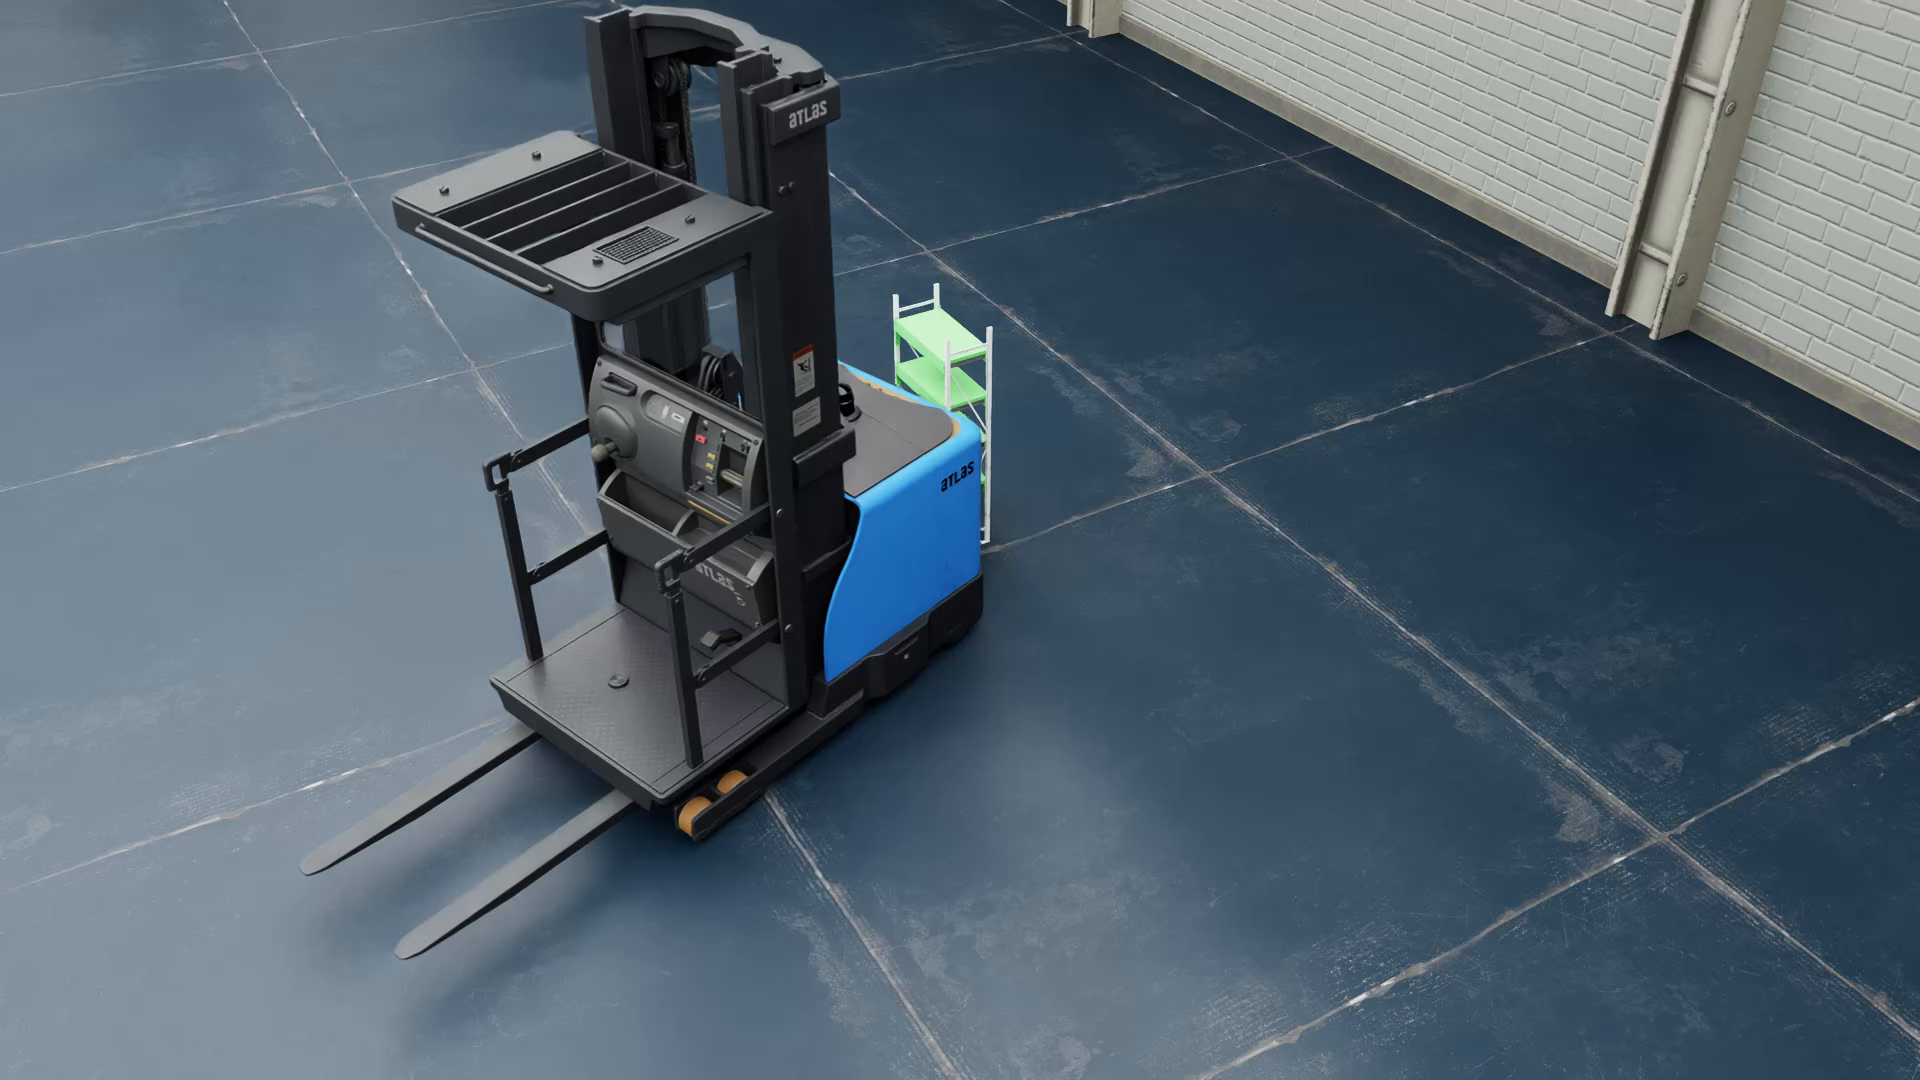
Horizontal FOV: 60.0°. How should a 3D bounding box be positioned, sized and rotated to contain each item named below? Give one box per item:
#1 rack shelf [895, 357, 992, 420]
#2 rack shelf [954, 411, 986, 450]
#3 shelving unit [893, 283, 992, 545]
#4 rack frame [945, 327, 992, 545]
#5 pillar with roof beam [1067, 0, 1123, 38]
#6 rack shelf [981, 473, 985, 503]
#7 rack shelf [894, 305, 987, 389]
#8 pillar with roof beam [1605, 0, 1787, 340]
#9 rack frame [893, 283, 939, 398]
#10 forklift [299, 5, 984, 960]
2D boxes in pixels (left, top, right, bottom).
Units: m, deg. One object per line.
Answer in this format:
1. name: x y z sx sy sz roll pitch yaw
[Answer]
1. rack shelf: -0.083 -0.711 7.908 0.258 0.148 0.480 -19 40 -24
2. rack shelf: -0.083 -0.517 8.049 0.258 0.148 0.480 -19 40 -24
3. shelving unit: -0.083 -0.569 8.012 0.258 1.200 0.503 -19 40 -24
4. rack frame: 0.039 -0.445 7.841 0.240 1.200 0.015 -19 40 -24
5. pillar with roof beam: -2.573 -6.749 9.861 9.100 9.000 0.400 -19 40 -24
6. rack shelf: -0.083 -0.324 8.191 0.258 0.148 0.480 -19 40 -24
7. rack shelf: -0.083 -0.905 7.766 0.258 0.148 0.480 -19 40 -24
8. pillar with roof beam: 0.441 -3.689 5.671 9.100 9.000 0.400 -19 40 -24
9. rack frame: -0.206 -0.693 8.182 0.240 1.200 0.015 -19 40 -24
10. forklift: -1.232 -0.333 6.220 1.130 2.935 3.031 27 44 32
